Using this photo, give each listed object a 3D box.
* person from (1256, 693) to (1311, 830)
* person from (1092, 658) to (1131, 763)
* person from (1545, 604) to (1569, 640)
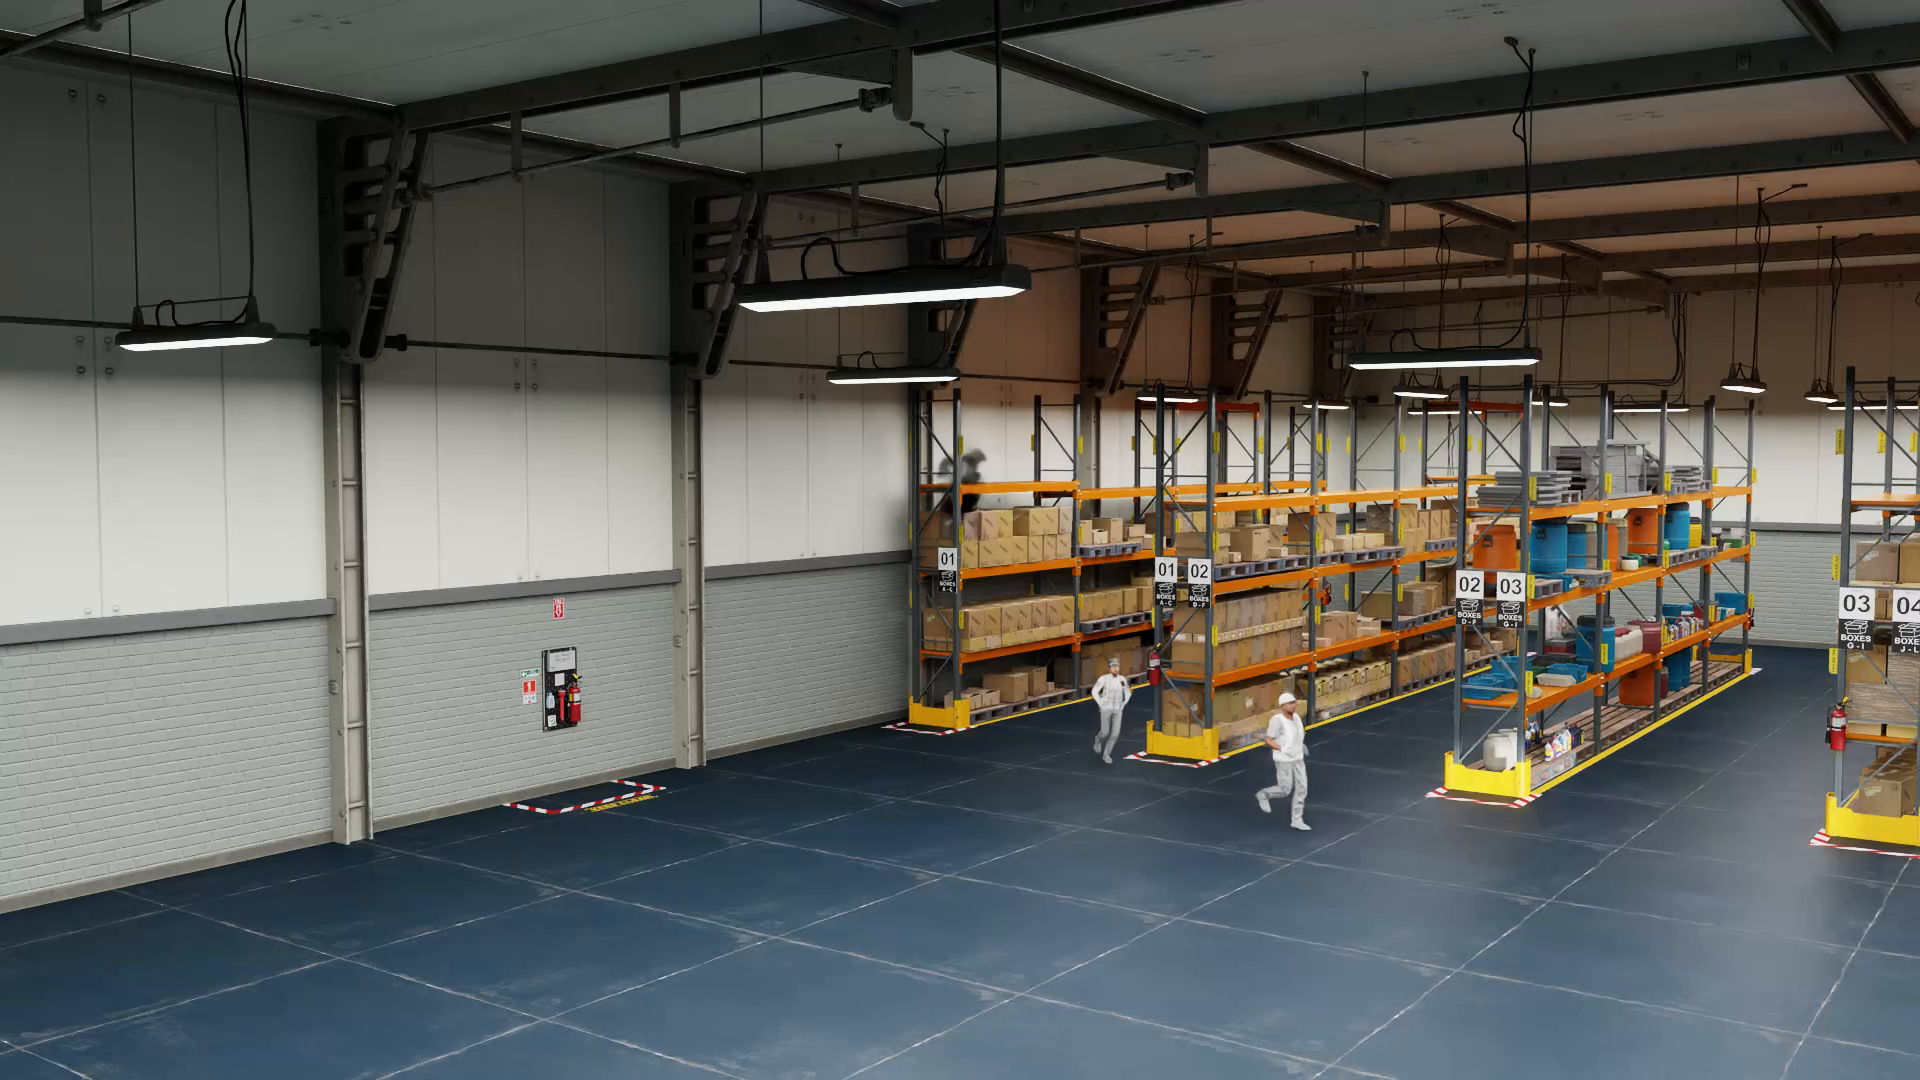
[{"bbox_3d":[4.281,2.882,21.824,0.682,1.766,0.856,-2,4,-37],"label":"person"},{"bbox_3d":[2.410,2.680,26.396,0.641,1.657,0.535,-1,3,-9],"label":"person"},{"bbox_3d":[12.848,2.067,36.027,0.666,1.751,0.788,1,4,24],"label":"person"}]
